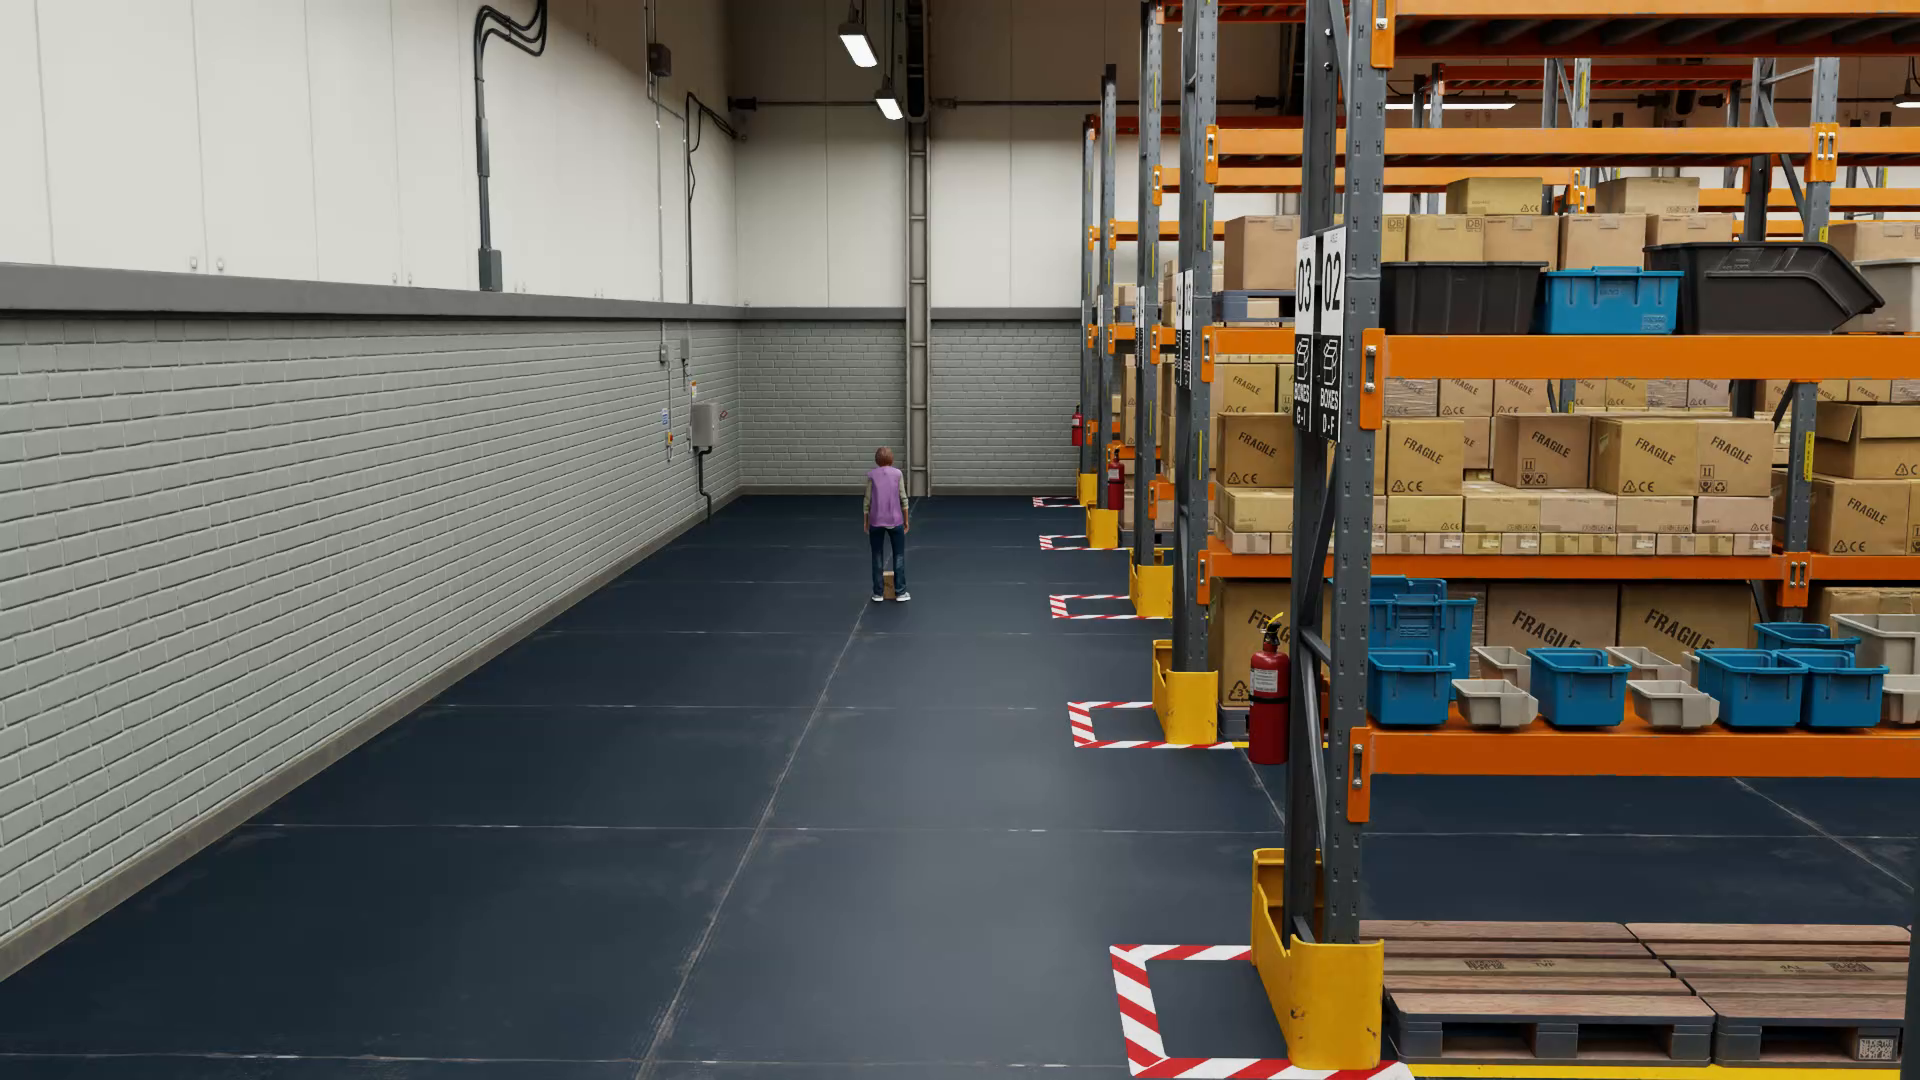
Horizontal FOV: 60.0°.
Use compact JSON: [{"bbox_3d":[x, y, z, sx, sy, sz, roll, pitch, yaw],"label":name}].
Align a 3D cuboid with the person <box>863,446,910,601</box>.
[{"bbox_3d":[-0.755,-0.157,17.069,0.476,1.581,0.348,0,7,0],"label":"person"}]
